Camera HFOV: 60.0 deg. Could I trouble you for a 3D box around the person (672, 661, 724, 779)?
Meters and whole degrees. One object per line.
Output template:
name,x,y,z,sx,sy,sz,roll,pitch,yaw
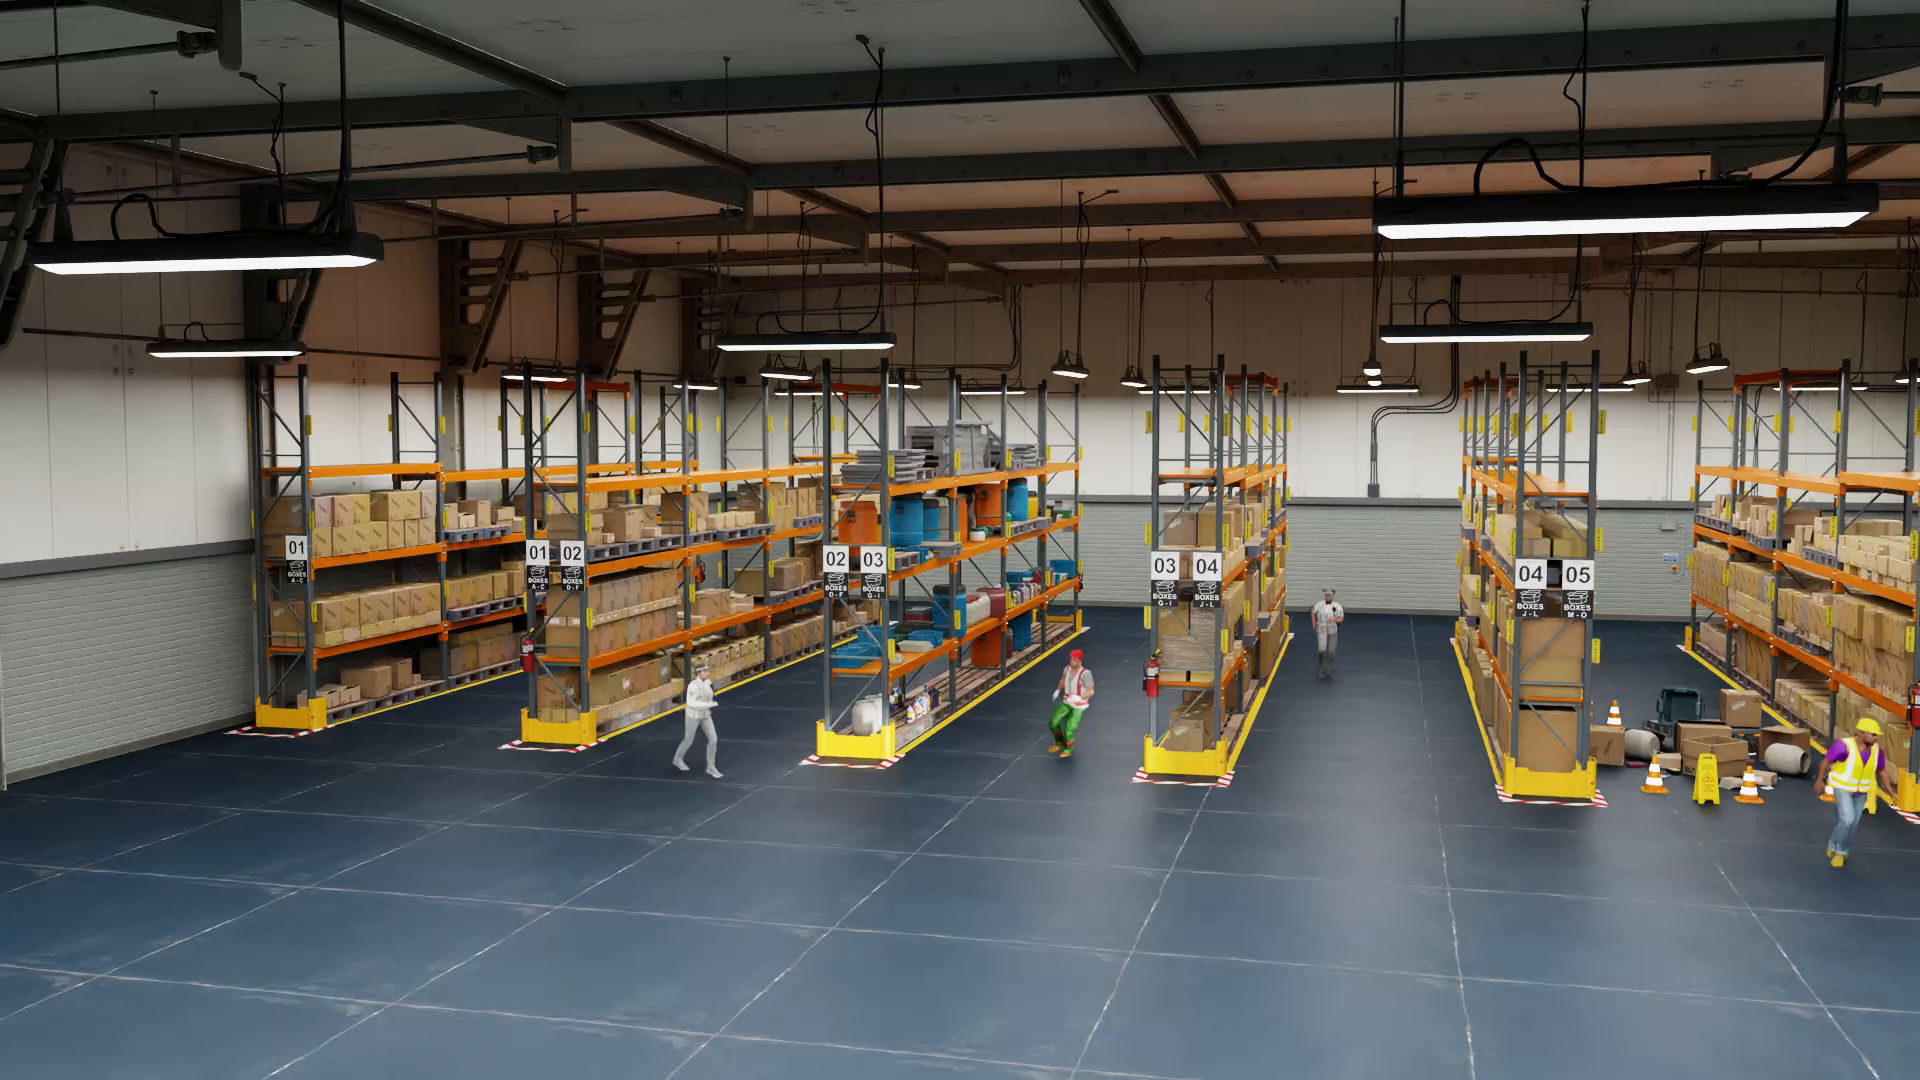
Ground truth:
person,-3.749,2.541,23.693,0.935,1.681,0.591,3,5,39

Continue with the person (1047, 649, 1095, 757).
person,1.618,2.453,24.837,0.867,1.667,0.663,3,5,34

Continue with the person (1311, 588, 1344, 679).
person,7.291,1.857,32.968,0.619,1.814,0.712,1,4,8

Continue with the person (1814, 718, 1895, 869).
person,10.153,2.849,18.940,0.678,1.715,0.754,0,4,-7
